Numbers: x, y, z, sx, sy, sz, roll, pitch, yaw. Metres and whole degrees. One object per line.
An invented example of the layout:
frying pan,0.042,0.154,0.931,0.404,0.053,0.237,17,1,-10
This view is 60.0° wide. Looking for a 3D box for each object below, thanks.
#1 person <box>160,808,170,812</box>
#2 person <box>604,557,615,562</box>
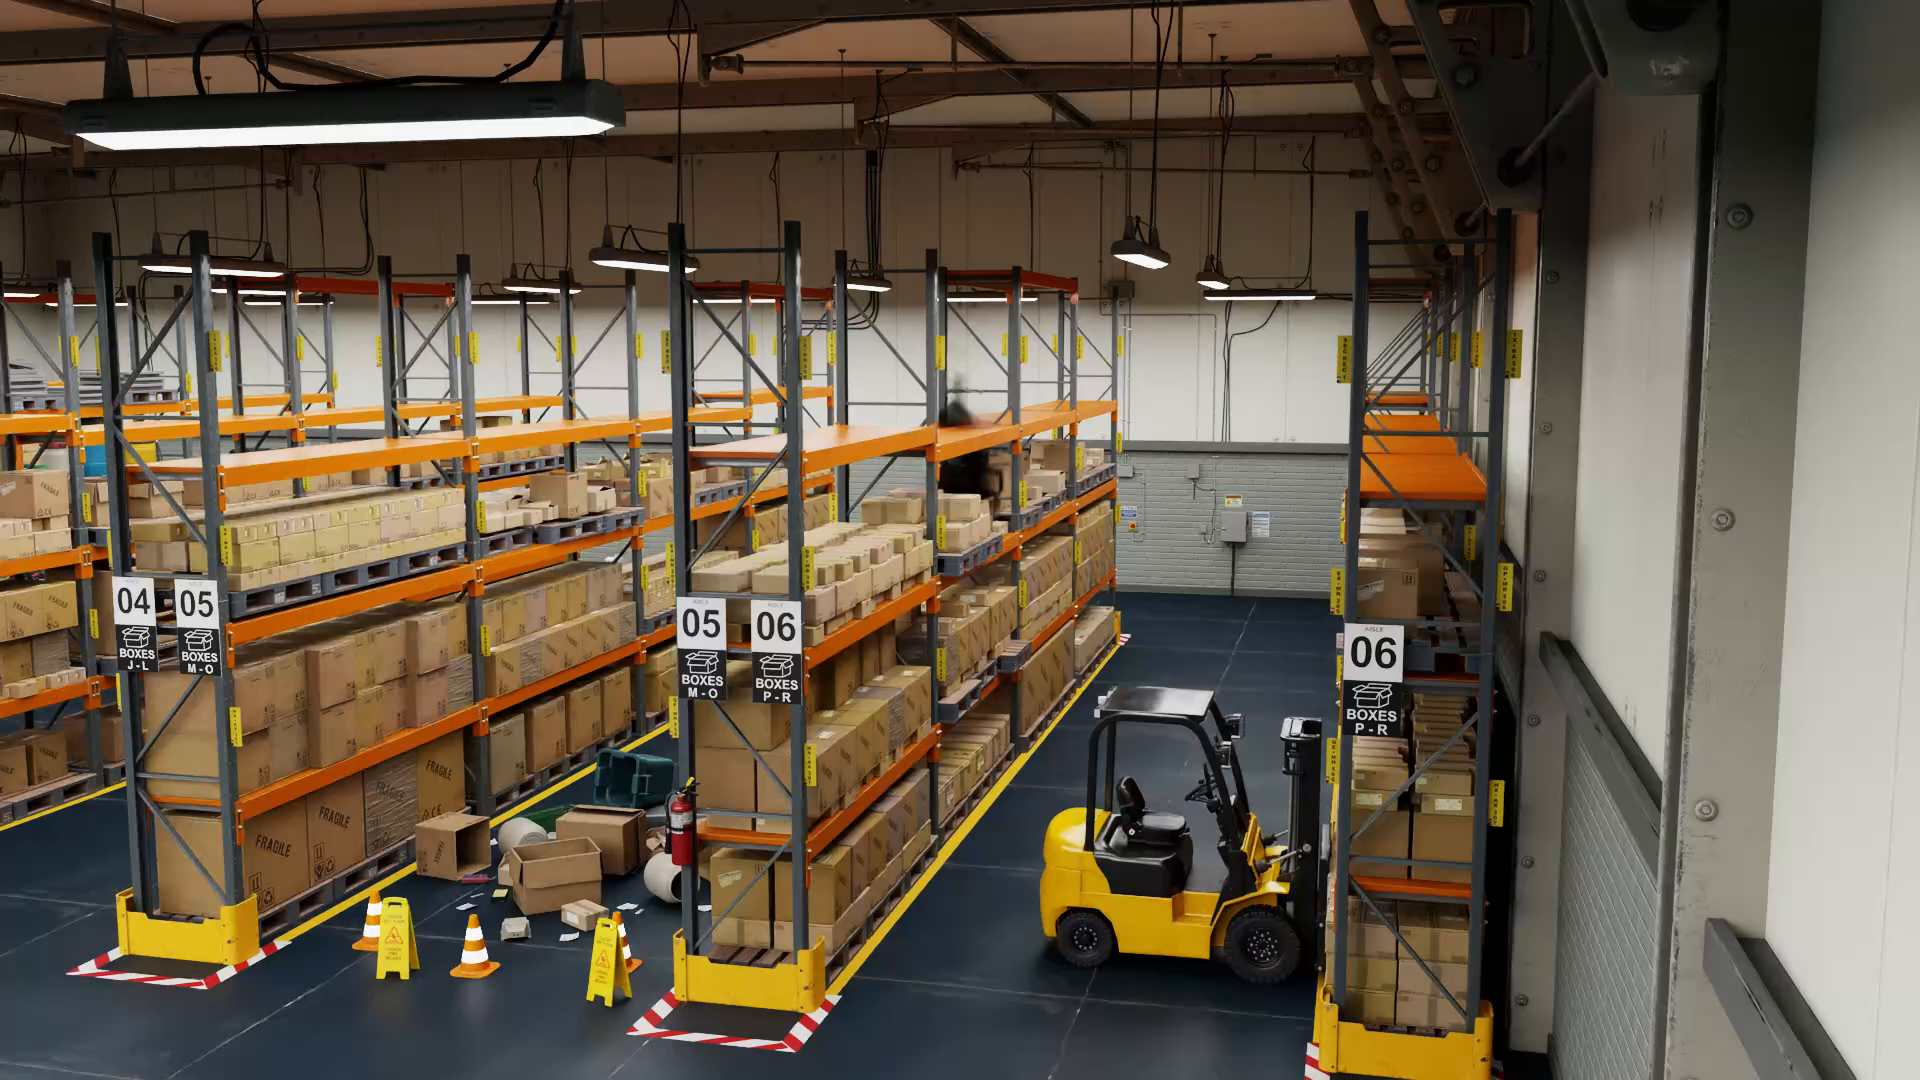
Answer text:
person,-7.507,2.352,16.122,0.677,1.725,0.579,1,7,9
person,-5.385,1.137,25.903,0.668,1.780,0.952,2,7,16
